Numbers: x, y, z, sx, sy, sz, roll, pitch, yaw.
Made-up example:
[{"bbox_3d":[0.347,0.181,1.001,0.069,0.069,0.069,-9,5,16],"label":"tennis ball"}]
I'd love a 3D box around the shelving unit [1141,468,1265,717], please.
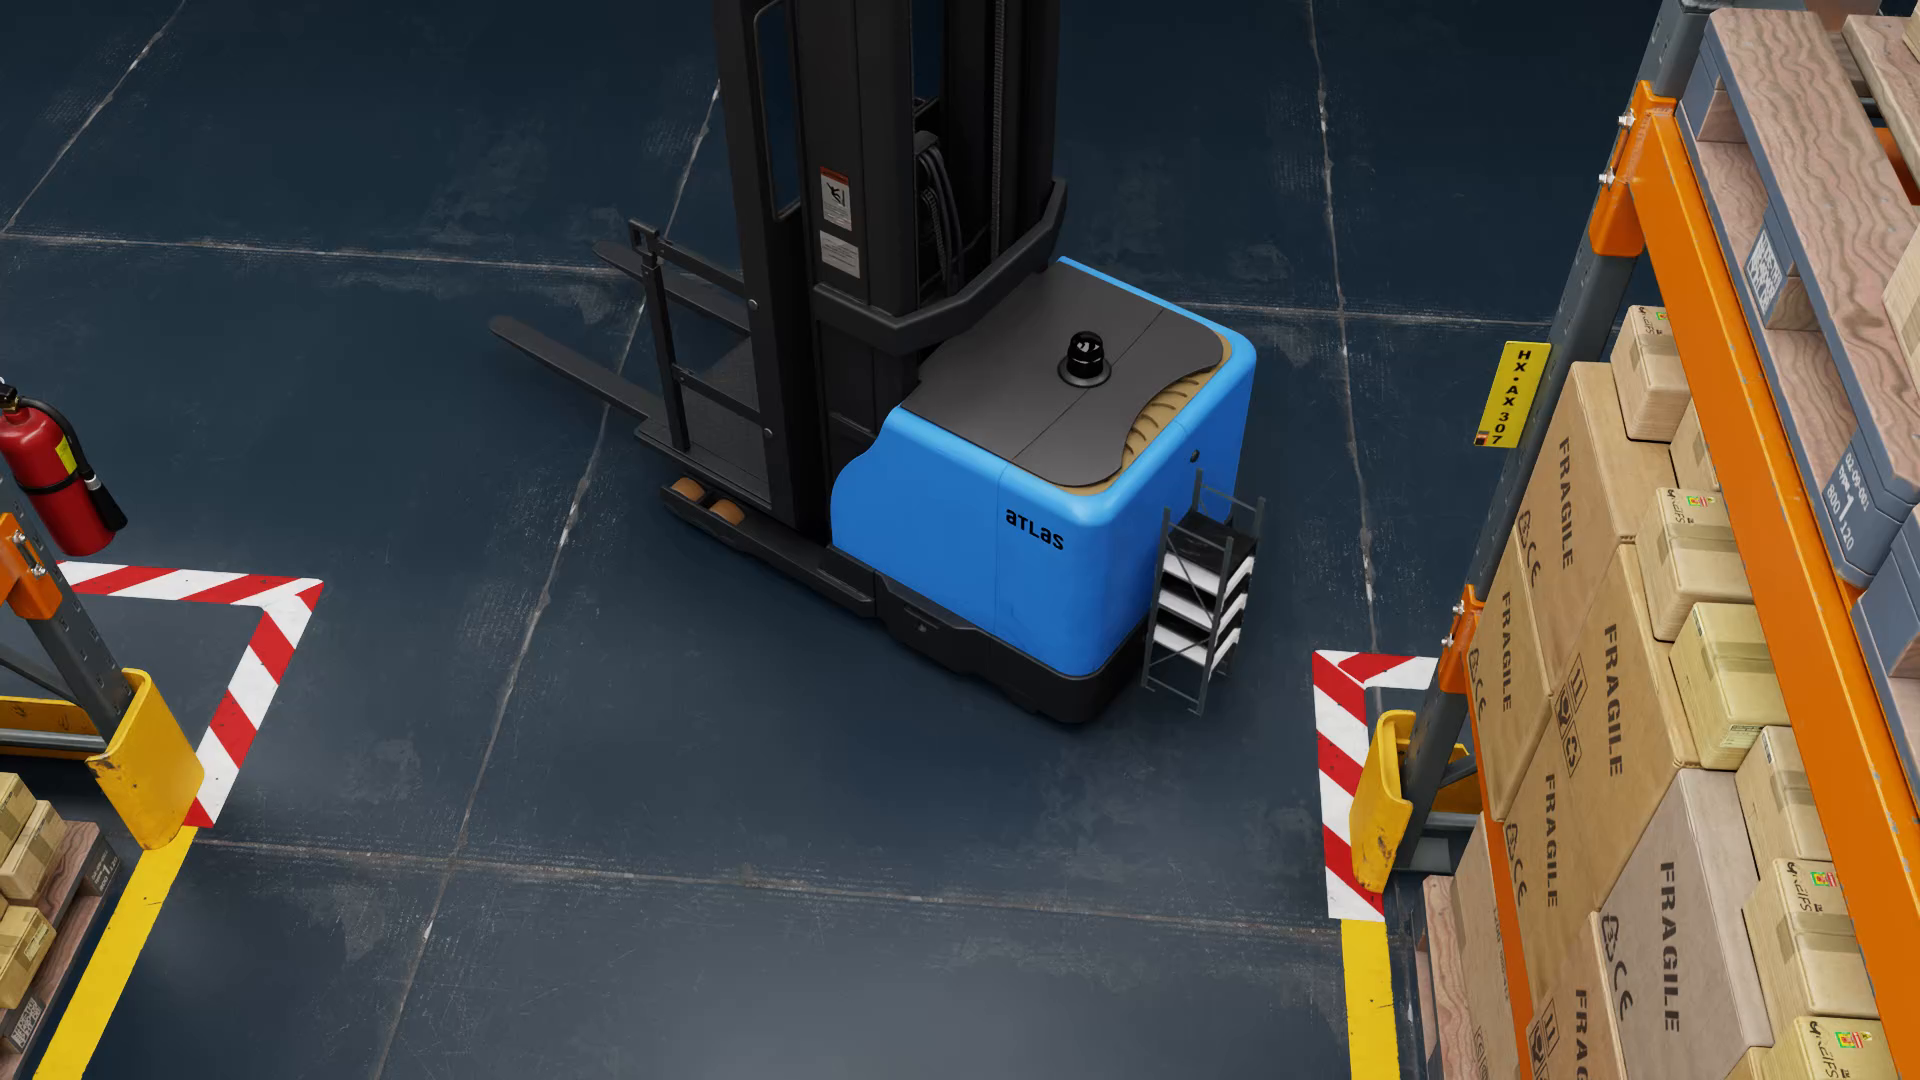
[{"bbox_3d":[0.788,0.189,5.467,0.258,0.900,0.210,27,53,23],"label":"shelving unit"}]

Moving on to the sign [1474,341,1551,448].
[{"bbox_3d":[1.288,-0.336,3.884,0.100,0.325,0.005,4,48,4],"label":"sign"}]

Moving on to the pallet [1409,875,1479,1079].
[{"bbox_3d":[1.845,1.558,4.682,1.003,0.211,1.213,4,48,4],"label":"pallet"}]

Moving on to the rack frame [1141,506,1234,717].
[{"bbox_3d":[0.730,0.251,5.411,0.240,0.900,0.006,27,53,23],"label":"rack frame"}]

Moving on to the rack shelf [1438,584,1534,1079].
[{"bbox_3d":[1.658,1.737,3.116,1.077,0.370,4.000,4,48,4],"label":"rack shelf"}]

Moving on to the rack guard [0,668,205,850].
[{"bbox_3d":[-3.105,0.665,5.303,1.175,0.500,0.348,4,48,4],"label":"rack guard"}]

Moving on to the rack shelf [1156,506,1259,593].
[{"bbox_3d":[0.788,0.030,5.292,0.258,0.077,0.200,27,53,23],"label":"rack shelf"}]

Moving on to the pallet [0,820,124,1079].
[{"bbox_3d":[-3.215,1.357,4.865,1.003,0.211,1.213,4,48,4],"label":"pallet"}]

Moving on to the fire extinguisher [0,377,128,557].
[{"bbox_3d":[-2.616,-0.236,4.738,0.296,0.674,0.183,4,48,4],"label":"fire extinguisher"}]

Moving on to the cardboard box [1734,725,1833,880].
[{"bbox_3d":[1.464,0.448,2.622,0.380,0.149,0.250,4,48,4],"label":"cardboard box"}]

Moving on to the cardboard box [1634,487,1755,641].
[{"bbox_3d":[1.441,0.057,2.980,0.380,0.149,0.250,5,48,5],"label":"cardboard box"}]

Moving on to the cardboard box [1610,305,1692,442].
[{"bbox_3d":[1.532,-0.323,3.328,0.380,0.149,0.250,5,48,4],"label":"cardboard box"}]

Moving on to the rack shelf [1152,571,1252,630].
[{"bbox_3d":[0.788,0.151,5.425,0.258,0.077,0.200,27,53,23],"label":"rack shelf"}]

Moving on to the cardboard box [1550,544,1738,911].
[{"bbox_3d":[1.473,0.367,3.136,0.500,0.500,0.500,3,48,2],"label":"cardboard box"}]

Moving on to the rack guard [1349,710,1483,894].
[{"bbox_3d":[1.842,0.850,5.133,1.175,0.500,0.348,4,48,4],"label":"rack guard"}]

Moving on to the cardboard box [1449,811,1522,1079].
[{"bbox_3d":[1.880,1.239,4.536,0.875,0.438,0.875,2,48,2],"label":"cardboard box"}]

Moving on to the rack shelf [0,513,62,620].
[{"bbox_3d":[-3.281,1.478,3.353,1.077,0.370,4.000,4,48,4],"label":"rack shelf"}]

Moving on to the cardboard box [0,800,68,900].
[{"bbox_3d":[-2.862,0.893,4.846,0.380,0.149,0.250,3,48,2],"label":"cardboard box"}]

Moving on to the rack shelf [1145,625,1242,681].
[{"bbox_3d":[0.788,0.333,5.624,0.258,0.077,0.200,27,53,23],"label":"rack shelf"}]

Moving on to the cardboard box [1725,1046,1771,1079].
[{"bbox_3d":[1.389,1.112,2.454,0.500,0.500,0.500,4,48,4],"label":"cardboard box"}]

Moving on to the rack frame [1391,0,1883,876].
[{"bbox_3d":[1.840,0.024,4.195,1.000,3.000,0.127,4,48,4],"label":"rack frame"}]

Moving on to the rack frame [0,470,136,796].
[{"bbox_3d":[-3.098,-0.234,4.431,1.000,3.000,0.127,4,48,4],"label":"rack frame"}]

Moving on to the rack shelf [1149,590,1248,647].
[{"bbox_3d":[0.788,0.212,5.491,0.258,0.077,0.200,27,53,23],"label":"rack shelf"}]

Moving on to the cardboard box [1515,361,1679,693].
[{"bbox_3d":[1.513,-0.013,3.484,0.500,0.500,0.500,3,48,3],"label":"cardboard box"}]

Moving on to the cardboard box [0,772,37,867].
[{"bbox_3d":[-2.894,0.792,4.737,0.380,0.149,0.250,4,48,4],"label":"cardboard box"}]

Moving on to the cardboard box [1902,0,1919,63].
[{"bbox_3d":[1.889,-0.776,2.643,0.500,0.250,0.500,0,48,0],"label":"cardboard box"}]

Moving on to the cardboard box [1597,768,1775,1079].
[{"bbox_3d":[1.434,0.746,2.790,0.500,0.500,0.500,4,48,3],"label":"cardboard box"}]

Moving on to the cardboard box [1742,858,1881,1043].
[{"bbox_3d":[1.399,0.629,2.457,0.380,0.149,0.250,4,48,4],"label":"cardboard box"}]

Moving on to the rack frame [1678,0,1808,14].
[{"bbox_3d":[1.840,-2.000,1.981,1.000,3.000,0.127,4,48,4],"label":"rack frame"}]

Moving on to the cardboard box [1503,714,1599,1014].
[{"bbox_3d":[1.492,0.698,3.511,0.500,0.500,0.500,3,48,3],"label":"cardboard box"}]

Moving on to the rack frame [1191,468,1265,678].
[{"bbox_3d":[0.846,0.128,5.523,0.240,0.900,0.006,27,53,23],"label":"rack frame"}]

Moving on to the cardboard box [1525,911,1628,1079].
[{"bbox_3d":[1.428,1.070,3.171,0.500,0.500,0.500,4,48,3],"label":"cardboard box"}]

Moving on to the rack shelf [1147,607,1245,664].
[{"bbox_3d":[0.788,0.273,5.558,0.258,0.077,0.200,27,53,23],"label":"rack shelf"}]

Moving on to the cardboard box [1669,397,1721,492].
[{"bbox_3d":[1.579,-0.126,3.148,0.380,0.149,0.250,5,48,4],"label":"cardboard box"}]

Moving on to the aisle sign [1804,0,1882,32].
[{"bbox_3d":[1.558,-0.925,3.302,0.394,0.787,0.004,4,48,4],"label":"aisle sign"}]

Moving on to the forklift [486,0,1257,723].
[{"bbox_3d":[-0.510,-1.263,5.419,3.031,2.935,1.130,28,54,23],"label":"forklift"}]

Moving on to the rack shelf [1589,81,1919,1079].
[{"bbox_3d":[1.658,0.725,2.009,1.077,0.370,4.000,4,48,4],"label":"rack shelf"}]

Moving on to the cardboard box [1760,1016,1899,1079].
[{"bbox_3d":[1.349,0.813,2.288,0.380,0.149,0.250,3,48,3],"label":"cardboard box"}]

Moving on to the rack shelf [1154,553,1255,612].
[{"bbox_3d":[0.788,0.090,5.359,0.258,0.077,0.200,27,53,23],"label":"rack shelf"}]

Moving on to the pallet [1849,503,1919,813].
[{"bbox_3d":[1.674,0.487,1.799,1.003,0.211,1.213,4,48,4],"label":"pallet"}]

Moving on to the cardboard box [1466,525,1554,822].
[{"bbox_3d":[1.511,0.324,3.853,0.500,0.500,0.500,4,48,3],"label":"cardboard box"}]

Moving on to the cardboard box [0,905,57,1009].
[{"bbox_3d":[-2.861,1.183,4.783,0.380,0.149,0.250,5,48,5],"label":"cardboard box"}]

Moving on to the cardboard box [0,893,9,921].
[{"bbox_3d":[-2.940,1.081,4.674,0.380,0.149,0.250,3,48,3],"label":"cardboard box"}]

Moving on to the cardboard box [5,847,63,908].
[{"bbox_3d":[-2.939,0.987,4.962,0.380,0.149,0.250,5,48,4],"label":"cardboard box"}]

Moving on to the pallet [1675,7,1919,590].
[{"bbox_3d":[1.783,-0.412,2.621,1.003,0.211,1.213,4,48,4],"label":"pallet"}]

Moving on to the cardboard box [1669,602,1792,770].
[{"bbox_3d":[1.435,0.252,2.802,0.380,0.149,0.250,2,48,2],"label":"cardboard box"}]

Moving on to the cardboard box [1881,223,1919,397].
[{"bbox_3d":[1.512,-0.294,2.272,0.380,0.149,0.250,5,48,5],"label":"cardboard box"}]
